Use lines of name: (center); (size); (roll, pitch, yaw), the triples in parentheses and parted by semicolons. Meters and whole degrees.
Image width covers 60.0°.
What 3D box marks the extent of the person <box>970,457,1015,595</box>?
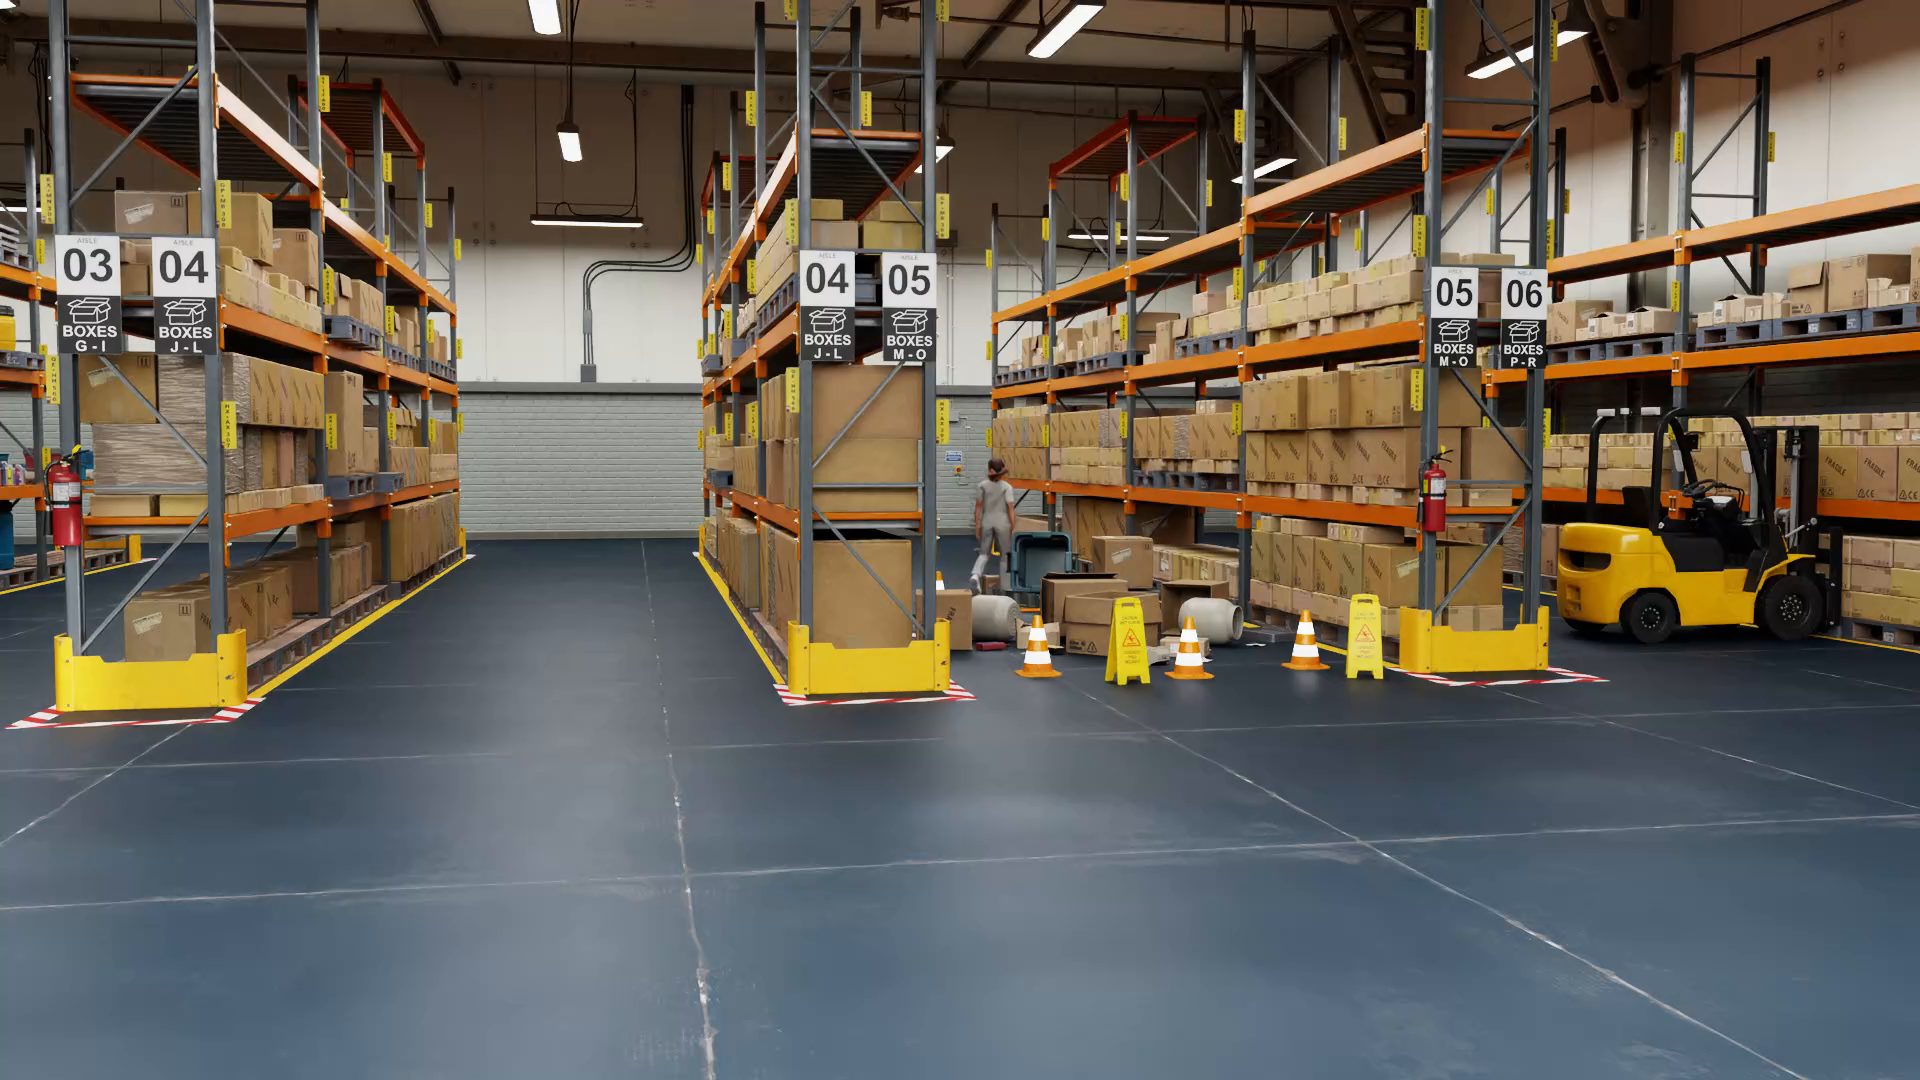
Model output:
person: (0.400, -0.127, 19.335); (0.481, 1.664, 0.701); (1, 3, 18)
